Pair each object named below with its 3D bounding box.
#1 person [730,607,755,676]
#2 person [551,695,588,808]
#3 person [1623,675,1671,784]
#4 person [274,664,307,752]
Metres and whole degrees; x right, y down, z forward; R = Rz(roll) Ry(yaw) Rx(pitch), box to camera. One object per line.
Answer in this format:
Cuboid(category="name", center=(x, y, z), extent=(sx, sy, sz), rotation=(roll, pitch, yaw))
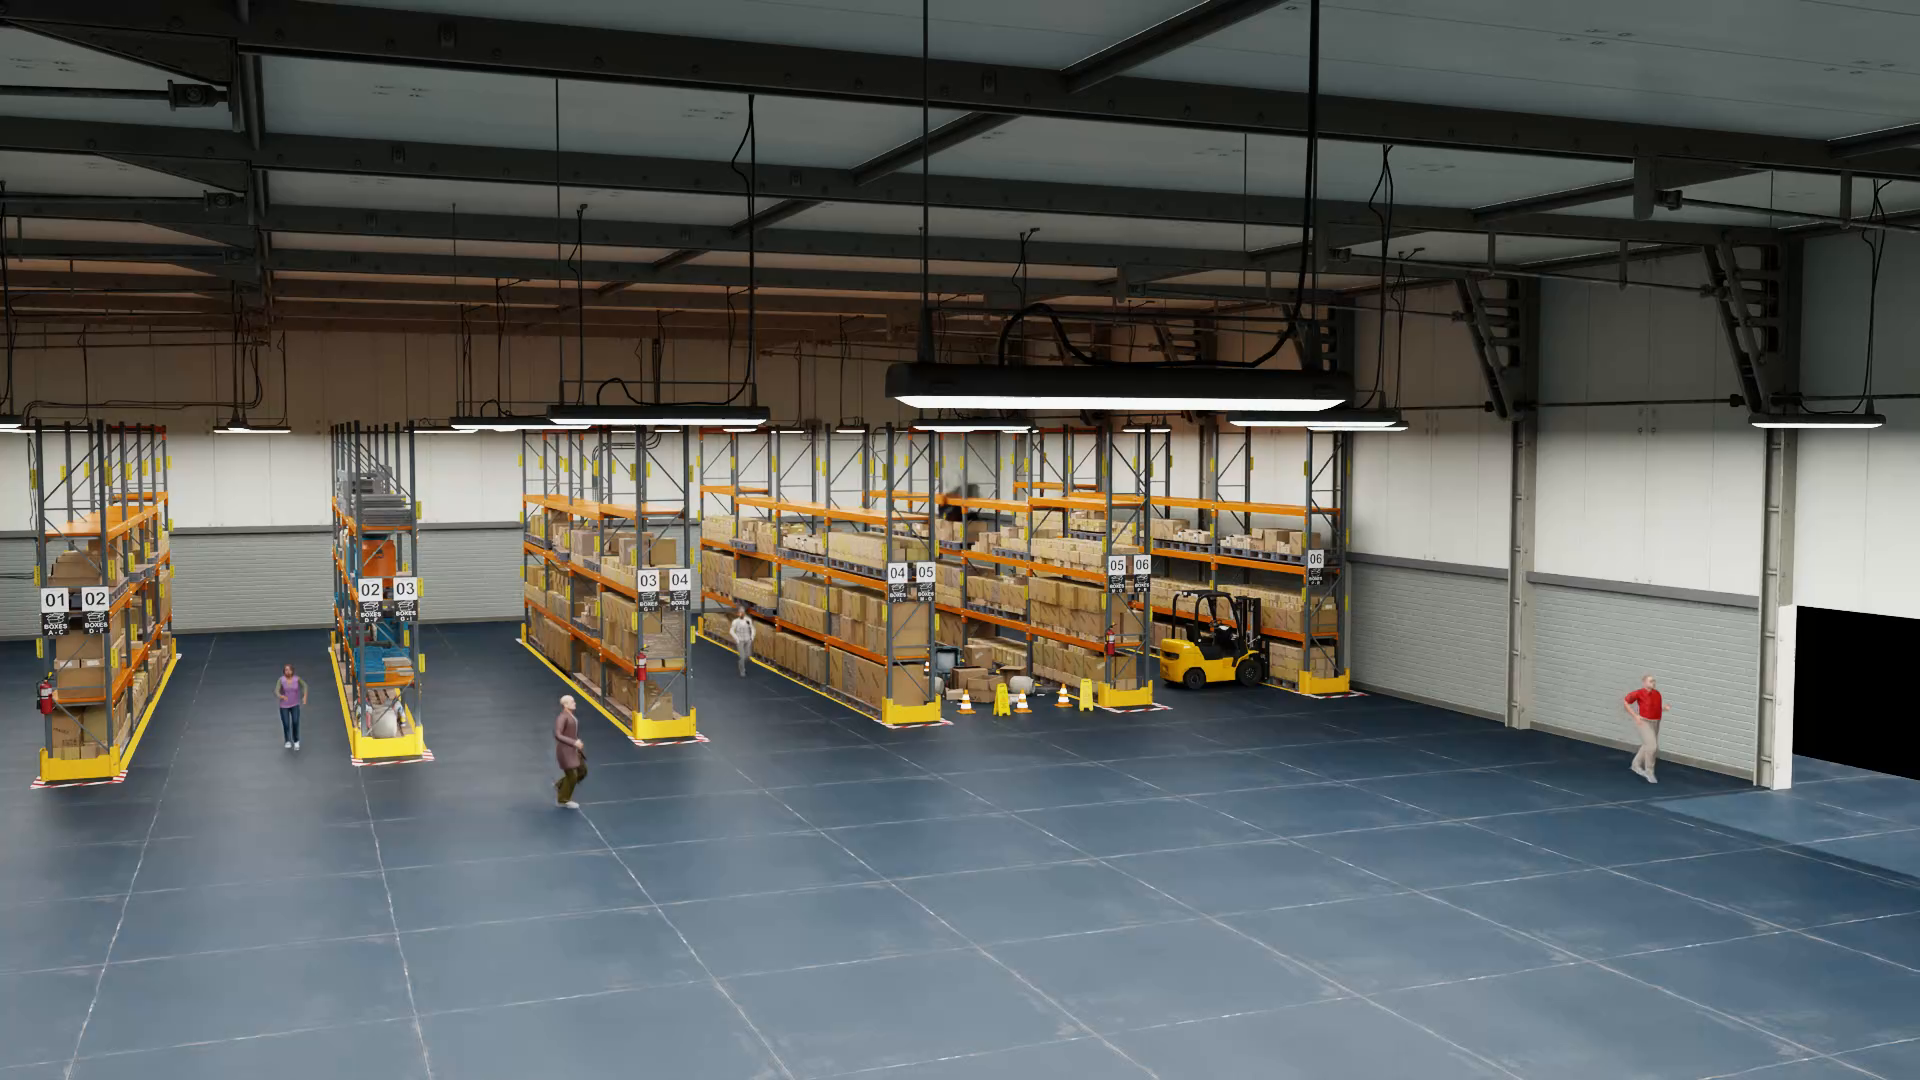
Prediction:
Cuboid(category="person", center=(-5.200, 2.415, 39.808), extent=(0.619, 1.667, 0.508), rotation=(-1, 4, -20))
Cuboid(category="person", center=(-6.013, 3.253, 25.545), extent=(0.630, 1.743, 0.716), rotation=(0, 4, 6))
Cuboid(category="person", center=(11.454, 3.144, 27.662), extent=(0.639, 1.793, 0.745), rotation=(-2, 4, -30))
Cuboid(category="person", center=(-12.138, 3.057, 30.169), extent=(0.566, 1.610, 0.670), rotation=(-1, 4, -23))
